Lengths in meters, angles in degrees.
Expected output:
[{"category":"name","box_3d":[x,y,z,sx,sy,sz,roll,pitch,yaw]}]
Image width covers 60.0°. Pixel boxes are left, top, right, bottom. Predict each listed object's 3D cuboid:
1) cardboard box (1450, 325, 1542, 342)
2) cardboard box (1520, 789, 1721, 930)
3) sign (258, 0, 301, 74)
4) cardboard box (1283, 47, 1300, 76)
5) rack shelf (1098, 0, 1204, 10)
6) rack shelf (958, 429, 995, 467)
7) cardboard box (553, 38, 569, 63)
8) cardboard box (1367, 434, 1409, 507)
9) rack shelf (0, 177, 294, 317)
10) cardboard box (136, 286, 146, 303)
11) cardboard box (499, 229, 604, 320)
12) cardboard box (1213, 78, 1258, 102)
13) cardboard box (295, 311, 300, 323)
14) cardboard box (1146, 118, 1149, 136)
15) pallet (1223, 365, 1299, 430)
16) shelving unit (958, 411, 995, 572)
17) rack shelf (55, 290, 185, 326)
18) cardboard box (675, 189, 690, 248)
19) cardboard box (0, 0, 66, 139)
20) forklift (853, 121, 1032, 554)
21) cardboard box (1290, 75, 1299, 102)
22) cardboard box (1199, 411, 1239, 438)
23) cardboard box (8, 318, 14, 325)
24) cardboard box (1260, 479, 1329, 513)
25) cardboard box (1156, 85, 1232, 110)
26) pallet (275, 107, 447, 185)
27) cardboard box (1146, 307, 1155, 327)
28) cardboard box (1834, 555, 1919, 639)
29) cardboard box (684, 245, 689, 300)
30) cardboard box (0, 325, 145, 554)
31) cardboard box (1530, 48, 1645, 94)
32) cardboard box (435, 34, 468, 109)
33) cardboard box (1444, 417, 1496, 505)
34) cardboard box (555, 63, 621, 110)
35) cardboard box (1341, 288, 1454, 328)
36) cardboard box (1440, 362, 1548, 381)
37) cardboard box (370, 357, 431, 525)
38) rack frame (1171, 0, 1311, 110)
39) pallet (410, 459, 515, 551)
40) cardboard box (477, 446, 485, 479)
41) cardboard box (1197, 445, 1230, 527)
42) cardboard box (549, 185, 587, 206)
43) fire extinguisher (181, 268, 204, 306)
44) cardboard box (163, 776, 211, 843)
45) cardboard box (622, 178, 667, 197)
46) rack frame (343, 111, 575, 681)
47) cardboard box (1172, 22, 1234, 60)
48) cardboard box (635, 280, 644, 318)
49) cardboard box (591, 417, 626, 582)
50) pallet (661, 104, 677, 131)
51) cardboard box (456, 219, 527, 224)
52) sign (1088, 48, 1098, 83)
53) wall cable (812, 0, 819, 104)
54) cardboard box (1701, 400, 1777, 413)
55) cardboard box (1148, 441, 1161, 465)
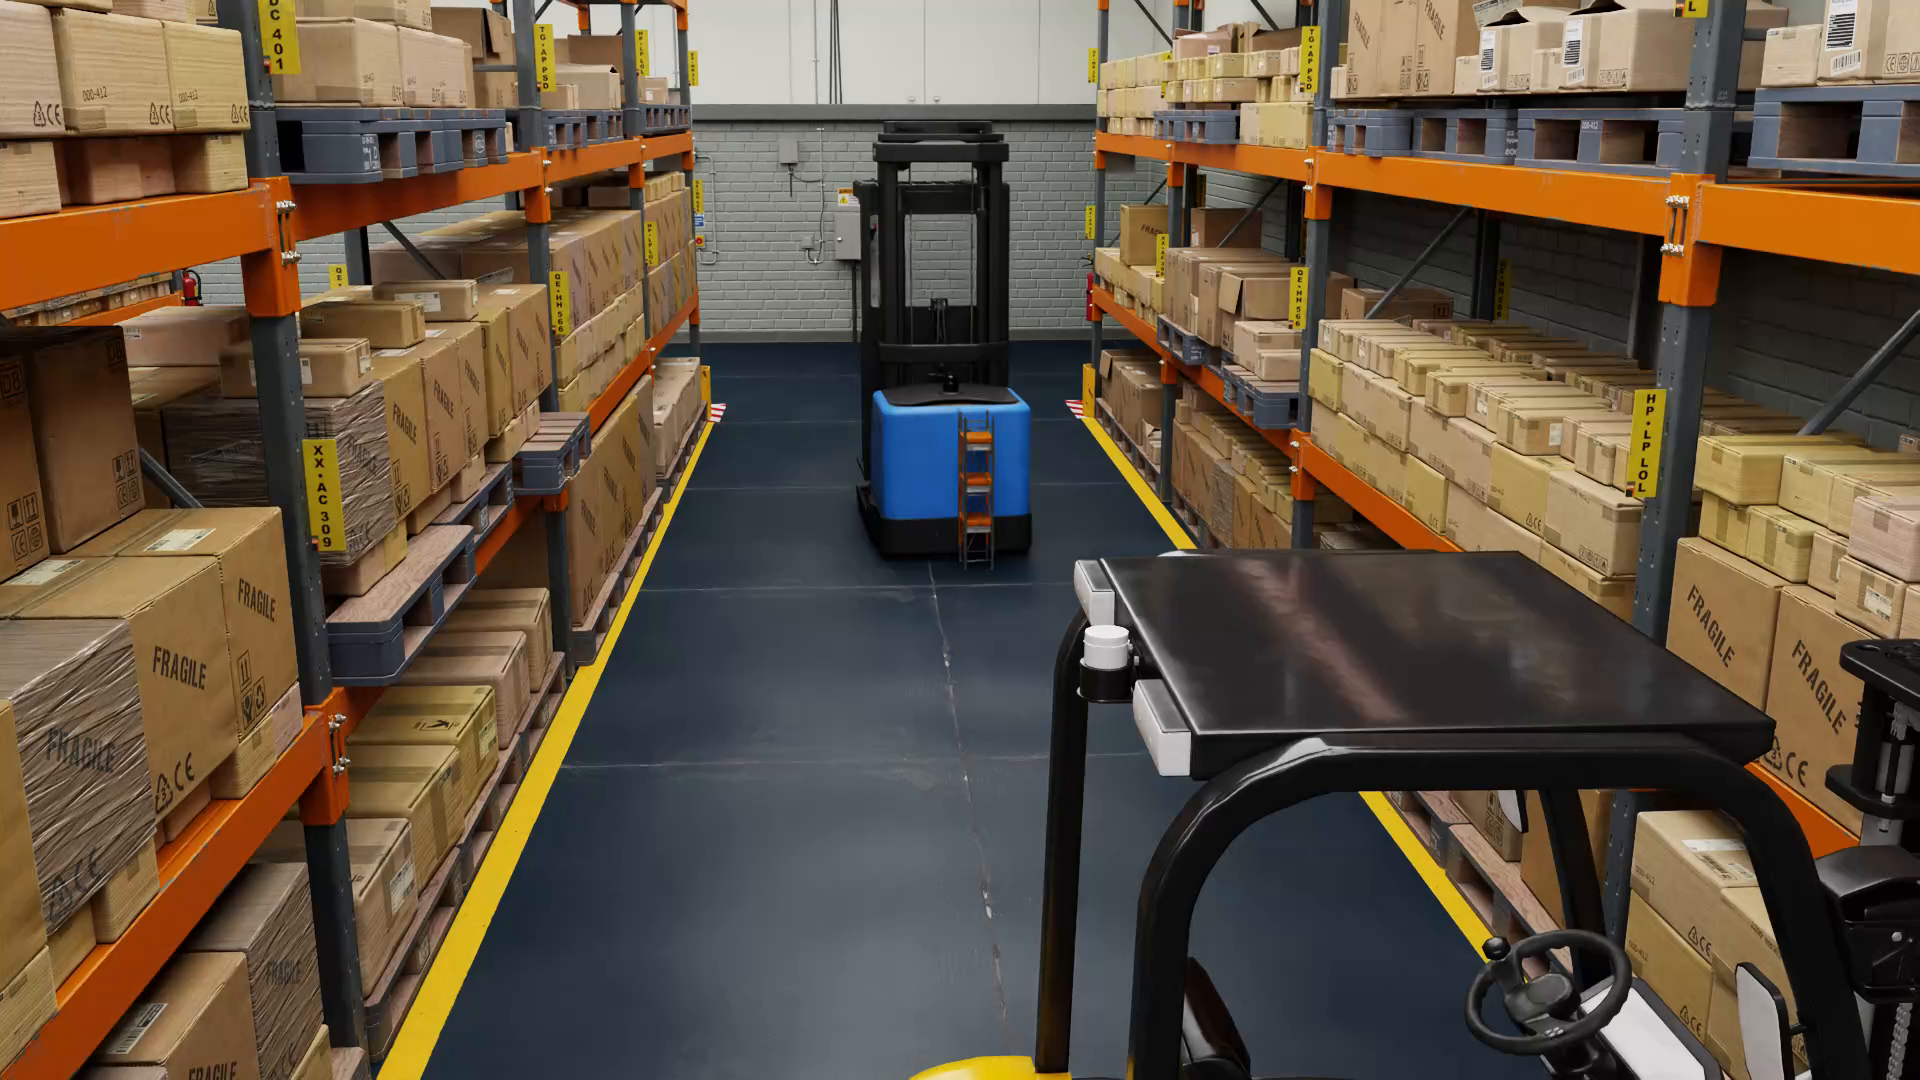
[{"category":"cardboard box","box_3d":[2.690,-0.991,8.357,0.380,0.149,0.250,-1,14,-2]},{"category":"cardboard box","box_3d":[2.544,1.042,5.880,0.875,0.625,0.625,0,14,-1]},{"category":"sign","box_3d":[-1.825,-1.411,4.433,0.100,0.325,0.005,-1,14,-3]},{"category":"cardboard box","box_3d":[2.045,-2.700,9.386,0.380,0.149,0.250,-1,14,-5]},{"category":"rack shelf","box_3d":[1.968,-4.818,14.141,1.077,0.370,4.000,-1,14,-3]},{"category":"rack shelf","box_3d":[0.111,-0.594,11.132,0.215,0.259,0.240,-2,15,-8]},{"category":"cardboard box","box_3d":[-2.978,-3.777,13.414,0.797,0.503,0.637,0,14,1]},{"category":"cardboard box","box_3d":[2.189,-0.330,7.590,0.500,0.250,0.500,-1,14,-5]},{"category":"rack shelf","box_3d":[-2.242,-0.304,2.614,1.077,0.370,4.000,-1,14,-3]},{"category":"cardboard box","box_3d":[-7.733,-2.258,15.285,0.380,0.149,0.250,-1,14,-4]},{"category":"cardboard box","box_3d":[-2.458,-1.604,10.032,0.500,0.500,0.500,0,14,-2]},{"category":"cardboard box","box_3d":[1.834,-2.885,10.661,0.380,0.149,0.250,-1,14,-2]},{"category":"cardboard box","box_3d":[-2.738,-0.711,7.131,0.500,0.500,0.500,-1,14,-2]},{"category":"cardboard box","box_3d":[1.757,-3.437,13.848,0.380,0.149,0.250,0,14,-2]},{"category":"pallet","box_3d":[2.228,-0.845,9.674,1.213,0.211,1.003,-1,14,-3]},{"category":"shelving unit","box_3d":[0.111,-0.329,11.200,0.215,1.050,0.252,-2,15,-8]},{"category":"rack shelf","box_3d":[-7.920,-1.735,14.192,1.077,0.370,4.000,-1,14,-3]},{"category":"cardboard box","box_3d":[-2.780,-2.969,15.338,0.500,0.500,0.500,-1,14,-3]},{"category":"cardboard box","box_3d":[-2.021,-0.863,3.046,0.500,0.250,0.500,-1,14,-4]},{"category":"forklift","box_3d":[-0.216,-1.644,12.532,1.130,2.935,3.031,-2,15,-8]},{"category":"cardboard box","box_3d":[2.090,-2.558,9.430,0.380,0.149,0.250,-1,14,-2]},{"category":"cardboard box","box_3d":[1.970,-0.847,12.171,0.380,0.149,0.250,-2,15,-6]},{"category":"cardboard box","box_3d":[-7.646,-1.668,12.994,0.380,0.149,0.250,-2,15,-6]},{"category":"cardboard box","box_3d":[2.009,-0.263,9.902,0.380,0.149,0.250,-2,15,-6]},{"category":"cardboard box","box_3d":[1.812,-3.405,12.925,0.500,0.250,0.500,-1,14,-3]},{"category":"pallet","box_3d":[-2.298,-1.215,5.084,1.213,0.211,1.003,-1,14,-3]},{"category":"cardboard box","box_3d":[1.742,-1.847,13.690,0.380,0.149,0.250,-1,14,-2]},{"category":"cardboard box","box_3d":[2.348,0.137,3.972,0.380,0.149,0.250,-1,14,-2]},{"category":"cardboard box","box_3d":[-2.800,-2.489,15.482,0.500,0.500,0.500,-1,14,-5]},{"category":"cardboard box","box_3d":[-2.555,-0.262,4.219,0.700,0.500,0.500,-1,14,-4]},{"category":"cardboard box","box_3d":[2.216,-1.627,5.770,0.380,0.149,0.250,-1,14,-4]},{"category":"cardboard box","box_3d":[-2.088,-1.684,5.988,0.500,0.250,0.500,-1,14,-4]},{"category":"cardboard box","box_3d":[2.237,-0.318,6.540,0.500,0.250,0.500,-1,14,-2]},{"category":"cardboard box","box_3d":[-2.598,-3.084,11.310,0.500,0.311,0.500,-1,14,-3]},{"category":"cardboard box","box_3d":[2.464,-1.152,9.441,0.500,0.500,0.500,0,14,-1]},{"category":"cardboard box","box_3d":[2.269,-0.665,7.088,0.380,0.149,0.250,-1,14,-3]},{"category":"cardboard box","box_3d":[-2.141,-0.339,5.684,0.500,0.500,0.500,-1,14,-3]},{"category":"rack frame","box_3d":[2.092,-4.670,12.118,1.000,3.000,0.127,-1,14,-3]},{"category":"pallet","box_3d":[-2.451,-0.108,6.811,1.003,0.211,1.213,-1,14,-3]},{"category":"cardboard box","box_3d":[-2.184,-0.312,6.881,0.380,0.149,0.250,-1,14,-5]},{"category":"cardboard box","box_3d":[1.967,-0.377,11.647,0.500,0.500,0.500,-1,14,-5]},{"category":"cardboard box","box_3d":[-3.107,-2.673,12.886,0.380,0.149,0.250,-1,14,-2]},{"category":"fire extinguisher","box_3d":[-7.599,-2.432,16.363,0.296,0.674,0.183,-1,14,-3]},{"category":"cardboard box","box_3d":[-2.081,0.627,4.073,0.380,0.149,0.250,-1,14,-3]},{"category":"cardboard box","box_3d":[-2.698,-2.996,14.140,0.380,0.149,0.250,-1,14,-3]},{"category":"rack frame","box_3d":[-2.614,-0.692,8.698,1.000,3.000,0.127,-1,14,-3]},{"category":"cardboard box","box_3d":[1.762,-3.612,12.057,0.396,0.266,0.258,-1,14,-4]},{"category":"cardboard box","box_3d":[-2.592,-1.751,12.109,0.500,0.250,0.500,-1,14,-3]},{"category":"cardboard box","box_3d":[-2.625,-0.262,10.445,0.875,0.875,0.875,-1,14,-3]},{"category":"pallet","box_3d":[-2.975,-3.603,14.169,1.003,0.211,1.213,-1,14,-3]},{"category":"cardboard box","box_3d":[-3.034,-1.855,11.009,0.500,0.500,0.500,-1,14,-5]},{"category":"sign","box_3d":[1.303,-4.627,16.217,0.100,0.325,0.005,-1,14,-3]},{"category":"wall cable","box_3d":[-2.992,-7.009,21.207,2.355,3.000,0.029,-1,14,-3]},{"category":"cardboard box","box_3d":[2.765,-0.421,6.142,0.380,0.149,0.250,-1,14,-4]},{"category":"cardboard box","box_3d":[1.764,-0.721,13.689,0.380,0.149,0.250,-1,14,-5]}]
